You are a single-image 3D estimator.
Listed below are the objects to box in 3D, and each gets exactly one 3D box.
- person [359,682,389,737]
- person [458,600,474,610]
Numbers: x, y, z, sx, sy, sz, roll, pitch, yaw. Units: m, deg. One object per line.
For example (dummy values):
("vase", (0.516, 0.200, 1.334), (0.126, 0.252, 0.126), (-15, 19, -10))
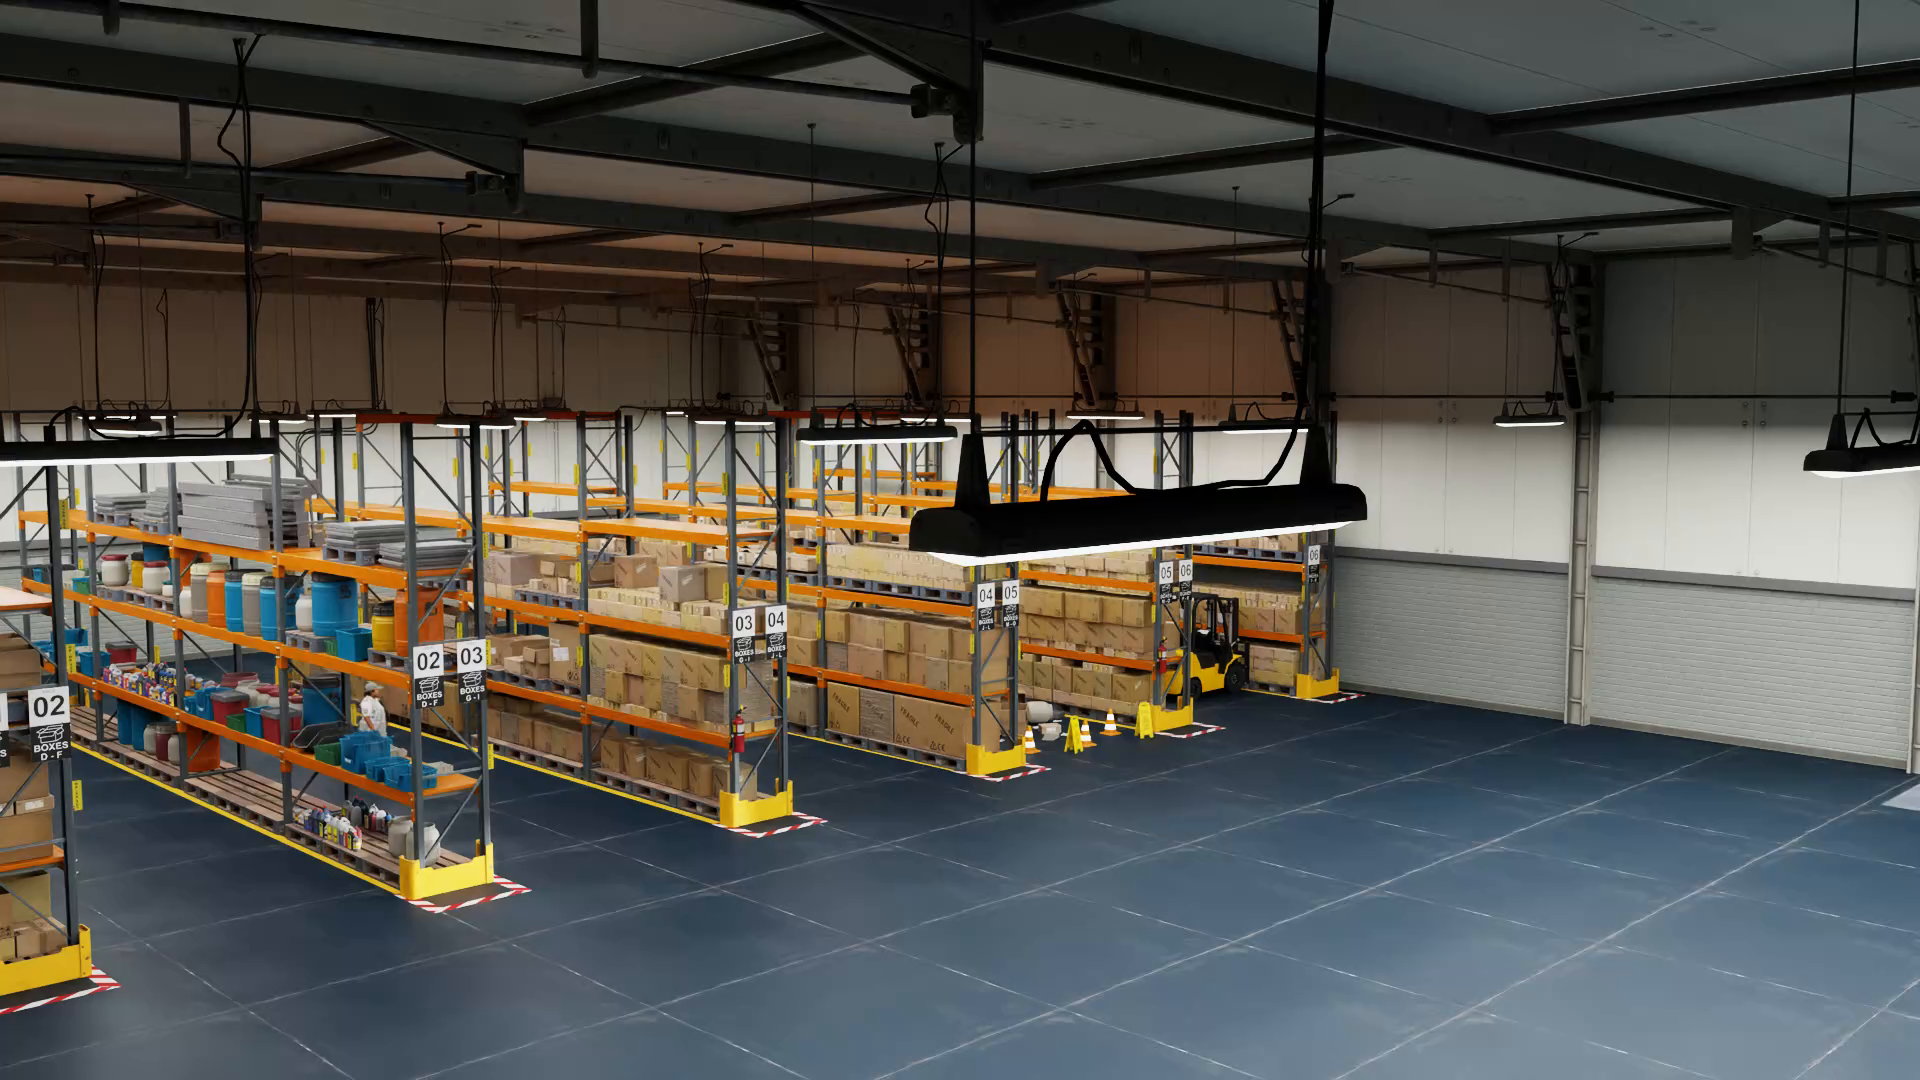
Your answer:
("person", (-9.672, 3.151, 27.413), (0.978, 1.615, 0.468), (4, 6, 39))
("person", (-11.990, 1.957, 40.342), (0.869, 1.754, 0.559), (0, 5, 1))
